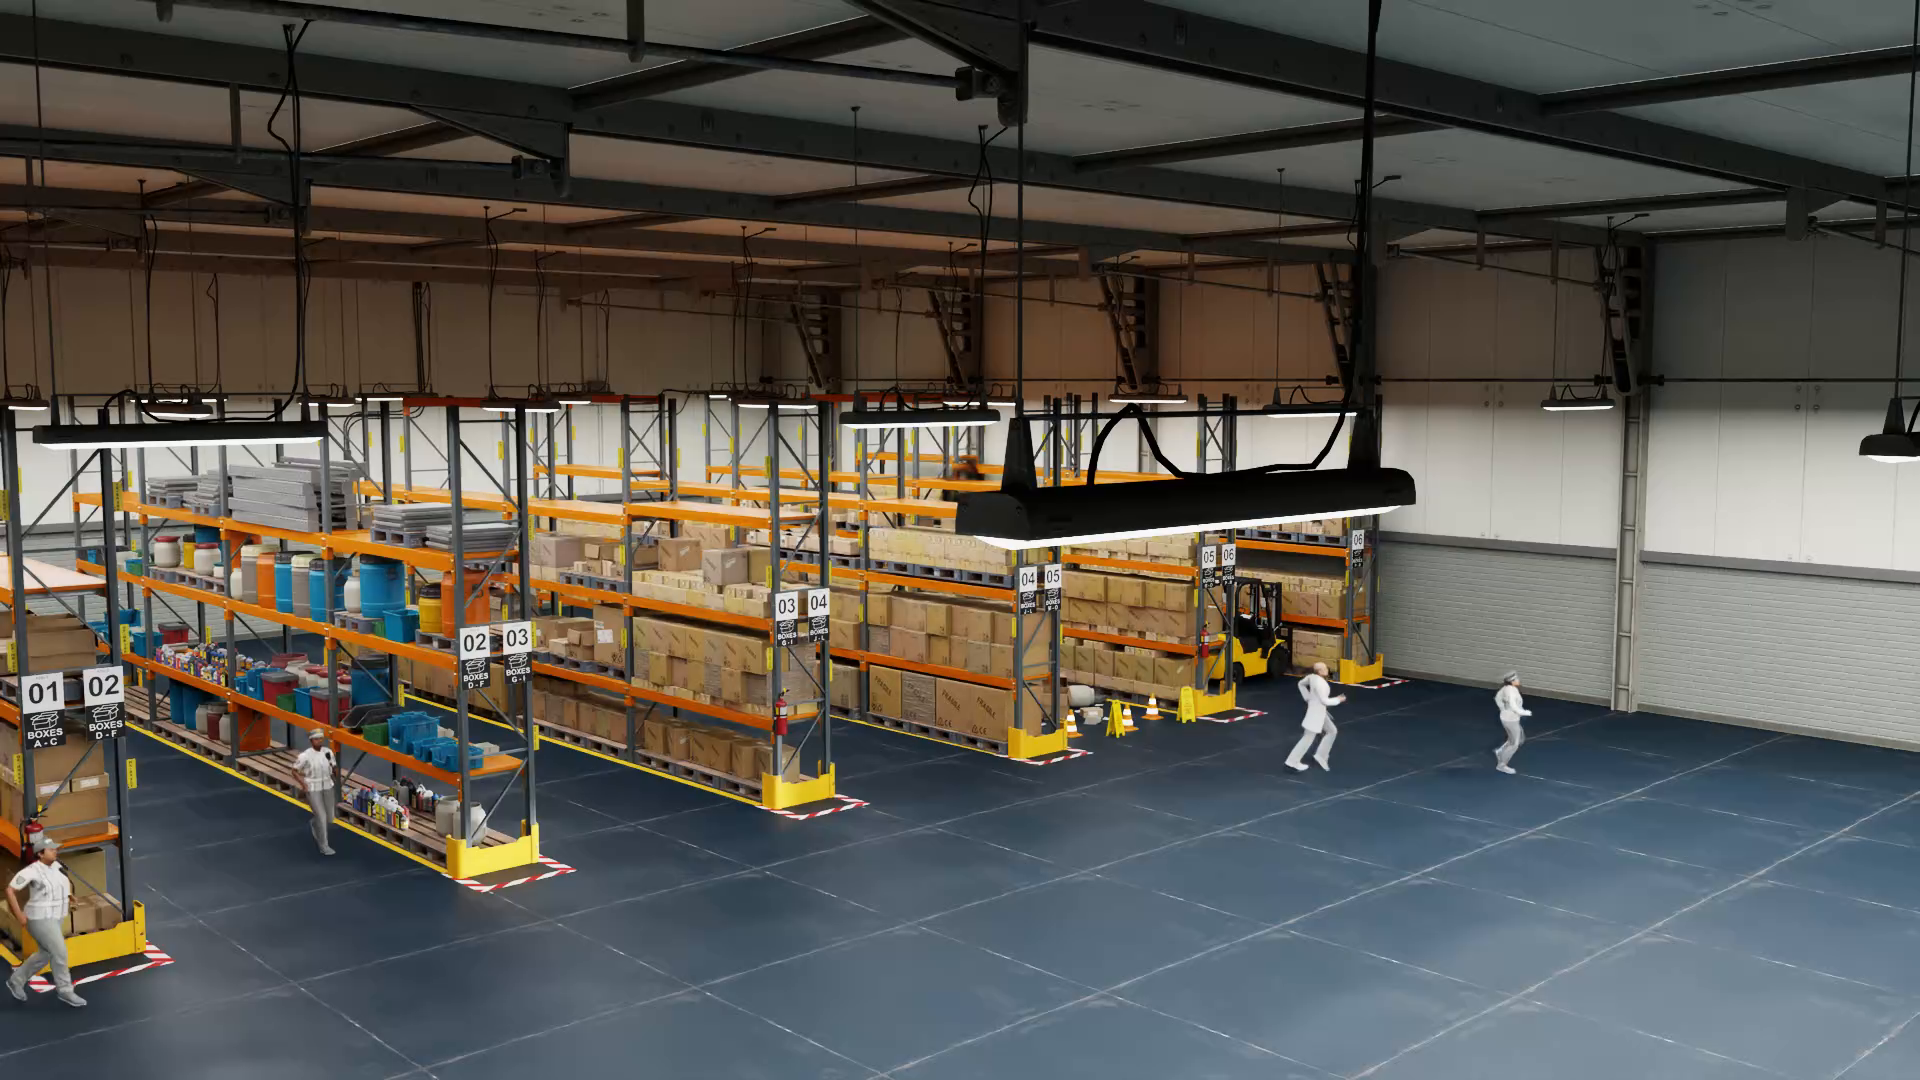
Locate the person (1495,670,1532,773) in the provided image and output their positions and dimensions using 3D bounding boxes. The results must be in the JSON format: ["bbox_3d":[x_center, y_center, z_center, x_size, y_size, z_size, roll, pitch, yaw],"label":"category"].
[{"bbox_3d":[8.923,2.915,26.760,0.513,1.668,0.623,1,6,5],"label":"person"}]

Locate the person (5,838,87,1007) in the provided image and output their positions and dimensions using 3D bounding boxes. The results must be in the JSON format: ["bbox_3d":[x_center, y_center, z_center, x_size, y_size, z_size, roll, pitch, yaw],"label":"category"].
[{"bbox_3d":[-9.269,3.869,16.938,0.869,1.657,0.624,0,6,3],"label":"person"}]

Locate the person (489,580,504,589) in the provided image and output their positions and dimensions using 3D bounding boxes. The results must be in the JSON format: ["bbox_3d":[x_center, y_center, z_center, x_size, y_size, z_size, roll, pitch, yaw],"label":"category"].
[{"bbox_3d":[-11.186,1.651,39.604,0.741,1.764,0.685,2,6,16],"label":"person"}]

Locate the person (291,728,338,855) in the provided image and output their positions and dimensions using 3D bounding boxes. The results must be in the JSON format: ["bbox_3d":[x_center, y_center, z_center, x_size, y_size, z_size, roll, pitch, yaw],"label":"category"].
[{"bbox_3d":[-8.617,3.345,22.313,0.786,1.661,0.588,5,8,44],"label":"person"}]

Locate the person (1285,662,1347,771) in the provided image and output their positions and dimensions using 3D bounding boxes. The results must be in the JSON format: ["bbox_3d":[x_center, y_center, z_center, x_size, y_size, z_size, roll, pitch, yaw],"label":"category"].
[{"bbox_3d":[5.738,2.856,26.844,0.965,1.805,0.728,1,6,6],"label":"person"}]
